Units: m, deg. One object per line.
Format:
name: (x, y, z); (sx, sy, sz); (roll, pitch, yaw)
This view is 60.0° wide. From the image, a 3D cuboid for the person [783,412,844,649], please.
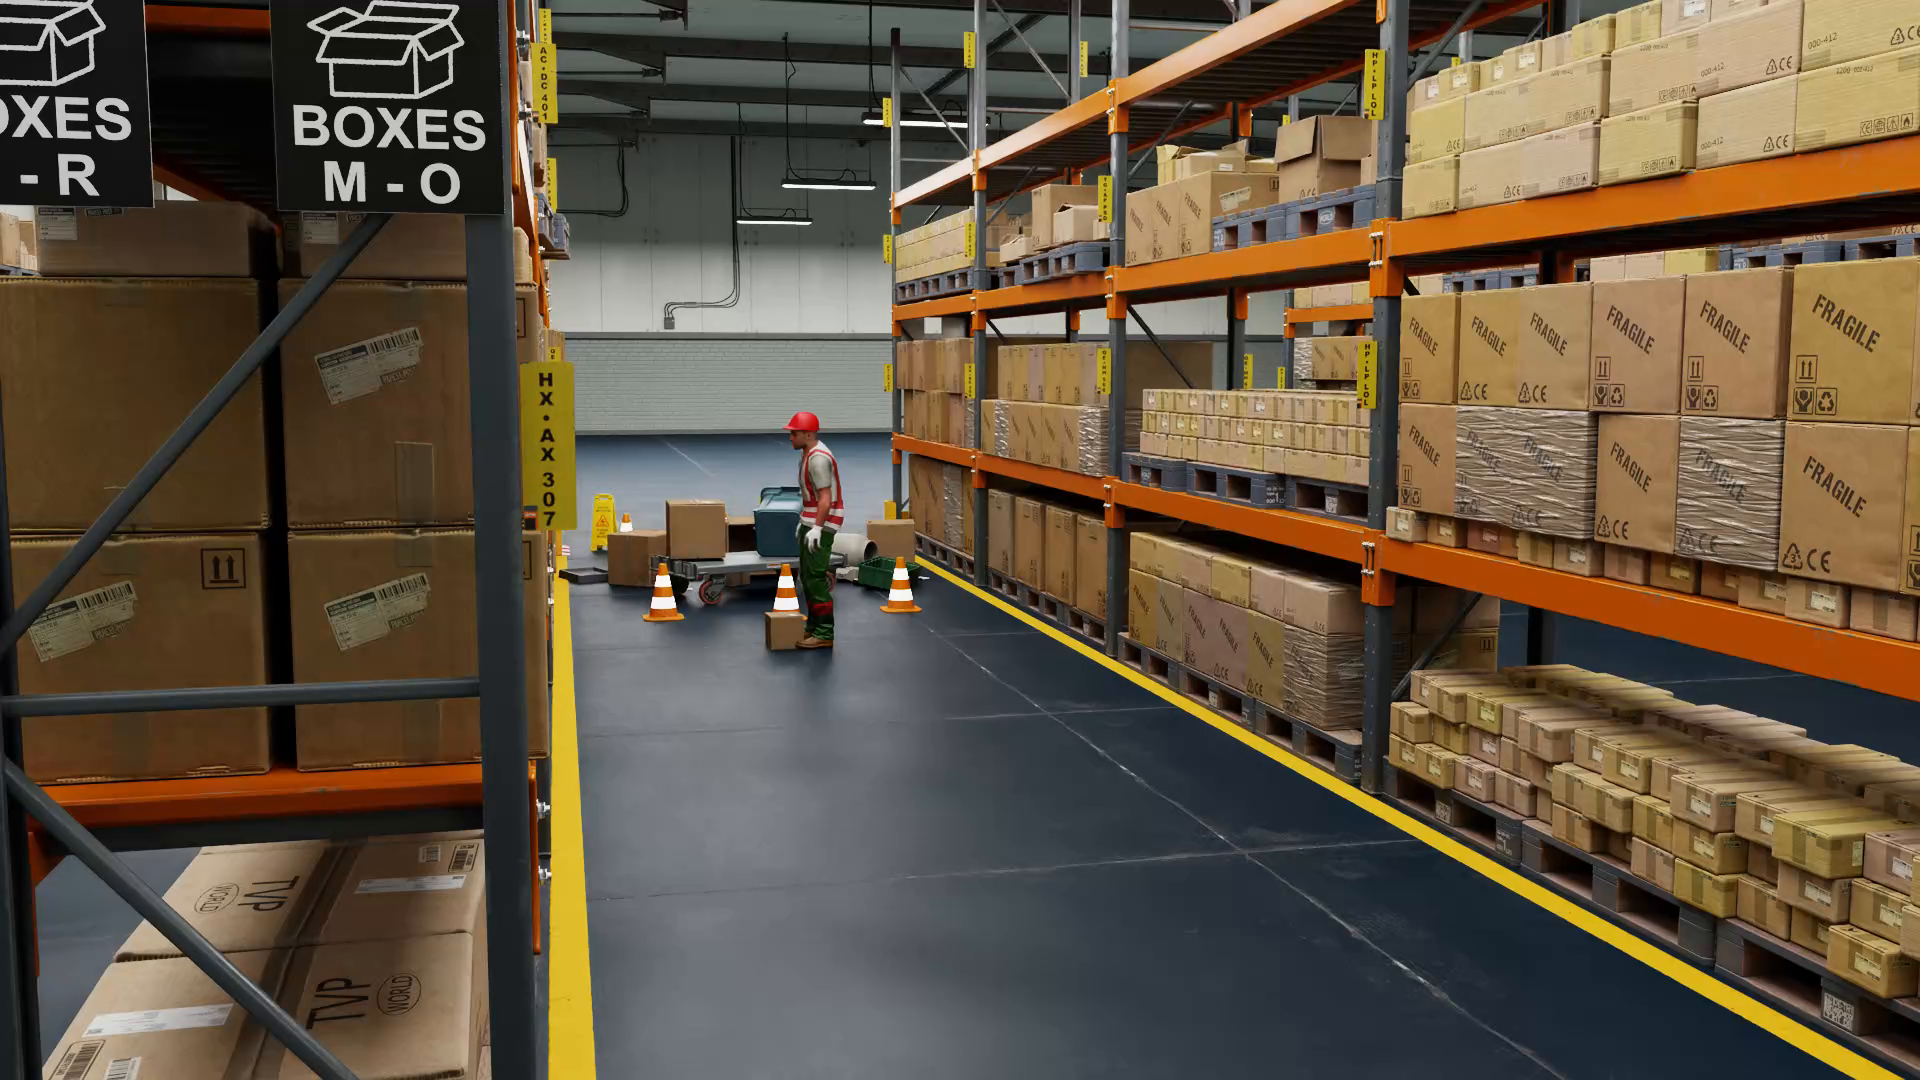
person: (-1.115, -0.081, 12.582); (0.450, 1.780, 0.607); (-1, 6, -14)
